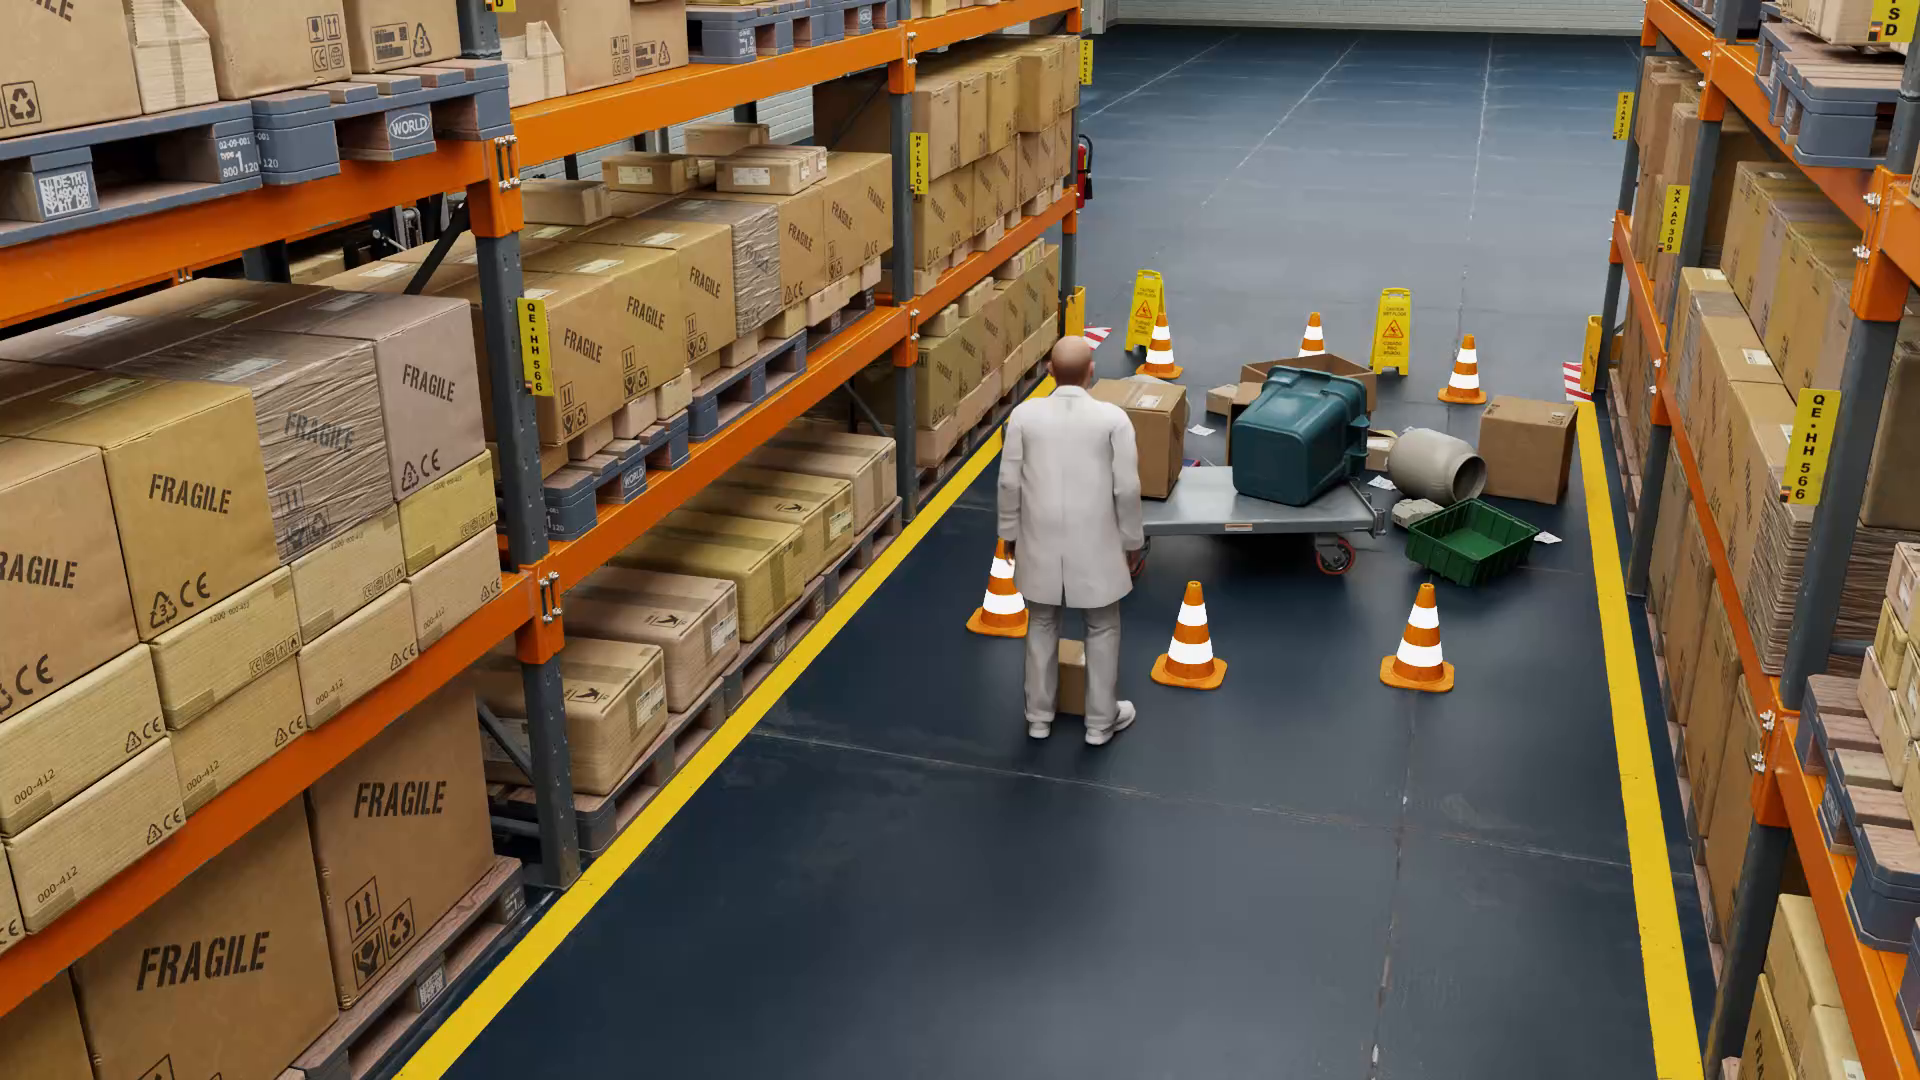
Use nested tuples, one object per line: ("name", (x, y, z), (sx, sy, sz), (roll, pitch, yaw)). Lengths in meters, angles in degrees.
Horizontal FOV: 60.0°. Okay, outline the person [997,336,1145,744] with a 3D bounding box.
("person", (0.469, 0.062, 7.109), (0.635, 1.658, 0.427), (5, 22, 14))
